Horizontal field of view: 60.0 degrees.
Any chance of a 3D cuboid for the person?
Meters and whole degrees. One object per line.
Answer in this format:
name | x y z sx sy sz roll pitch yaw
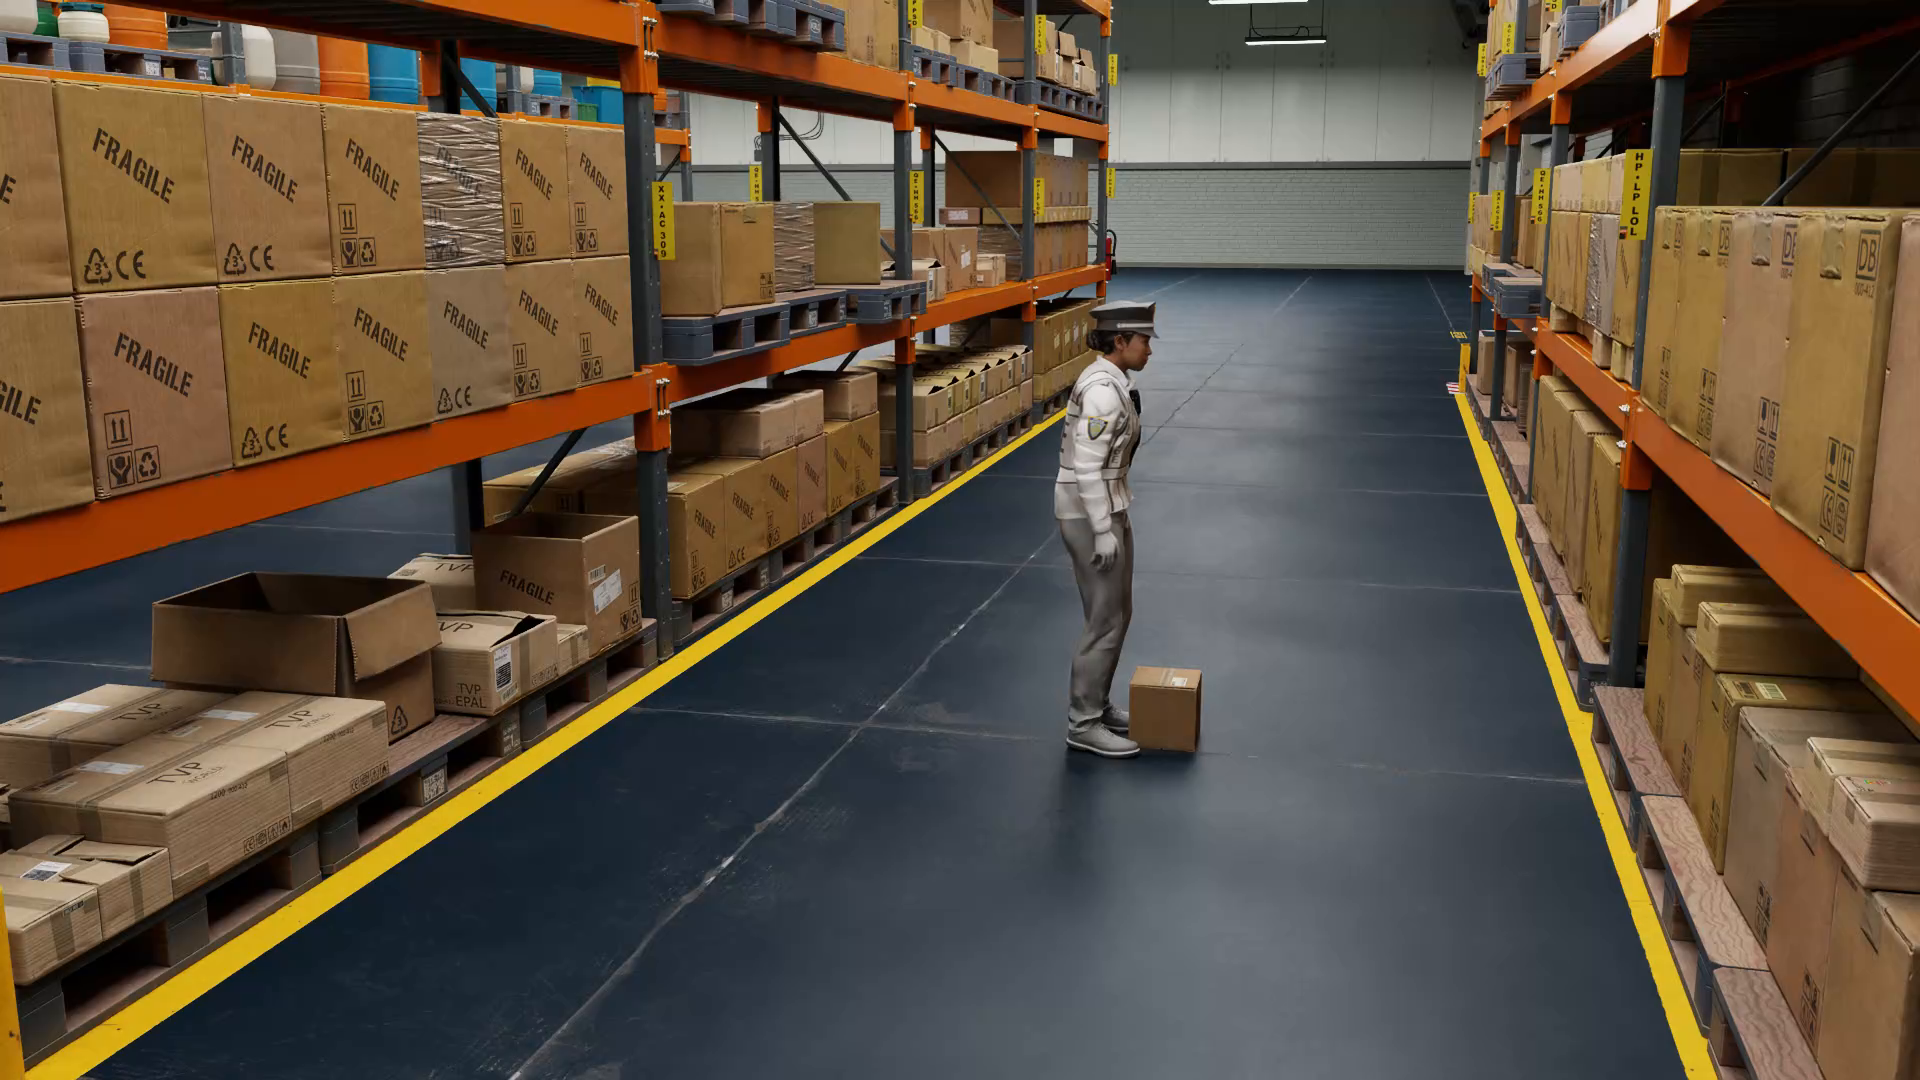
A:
person | 0.542 -0.059 6.229 0.372 1.663 0.527 2 12 12
